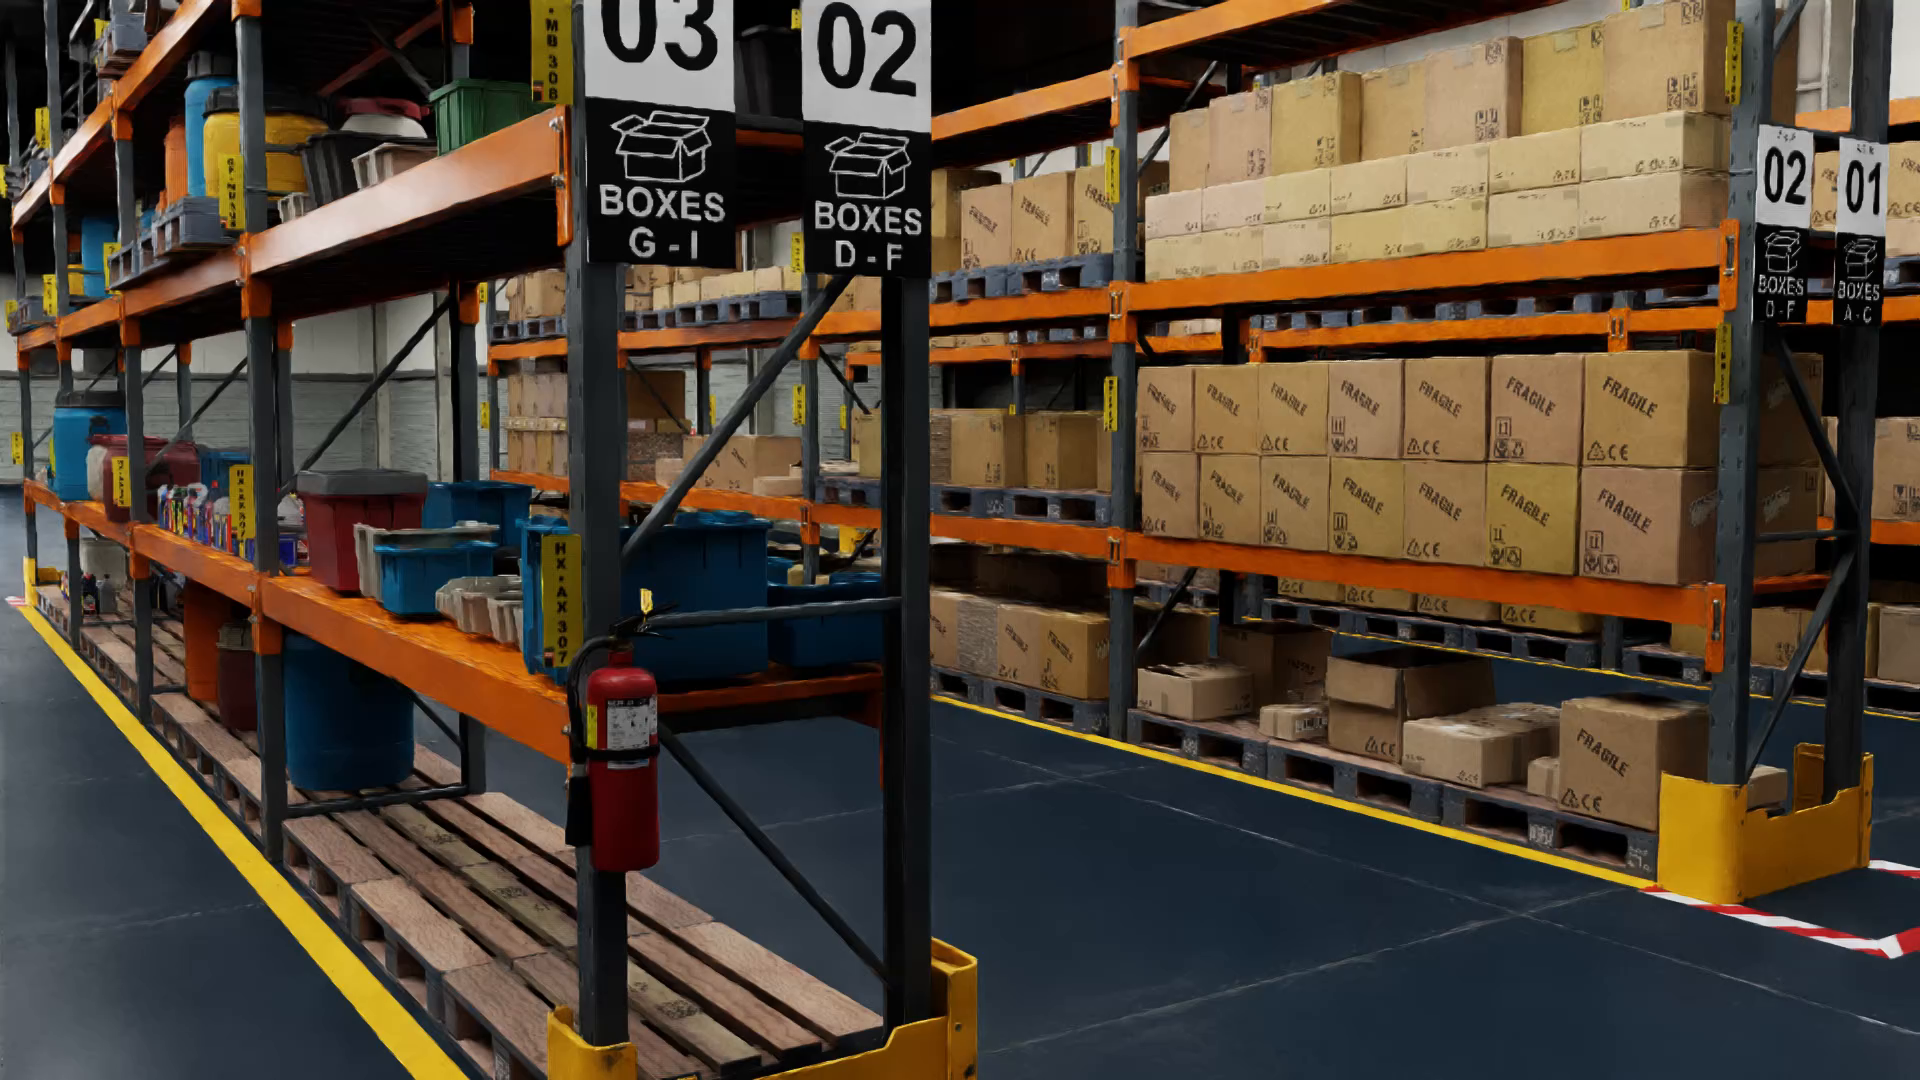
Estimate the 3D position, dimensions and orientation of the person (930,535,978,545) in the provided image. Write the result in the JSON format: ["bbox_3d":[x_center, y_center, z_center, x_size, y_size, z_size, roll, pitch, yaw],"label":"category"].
[{"bbox_3d":[-0.224,-0.077,15.735,0.622,1.720,1.053,-3,5,-32],"label":"person"}]
